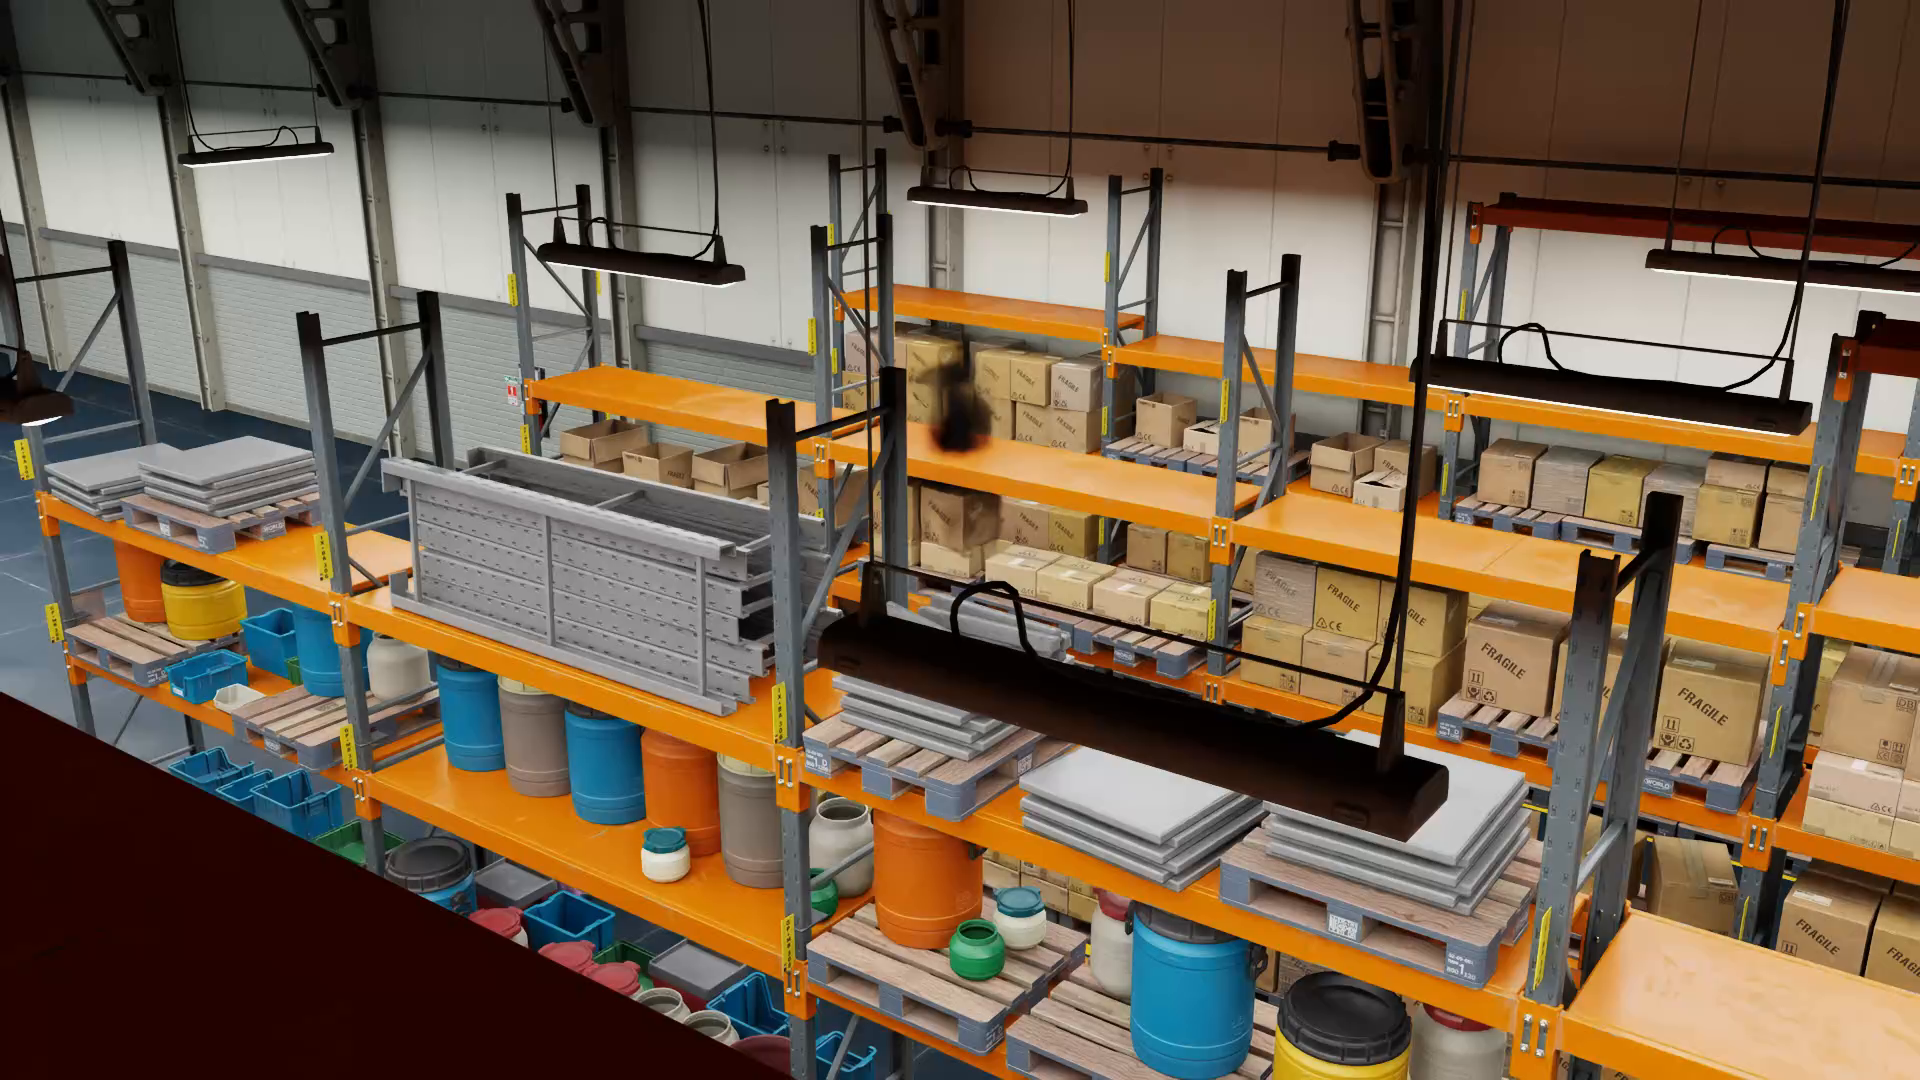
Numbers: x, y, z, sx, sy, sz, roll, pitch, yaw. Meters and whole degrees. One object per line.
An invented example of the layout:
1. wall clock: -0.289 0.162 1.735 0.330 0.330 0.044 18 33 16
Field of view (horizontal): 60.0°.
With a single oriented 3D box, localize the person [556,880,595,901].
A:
1. person: -3.148 3.007 13.915 0.980 1.453 0.527 17 25 42
